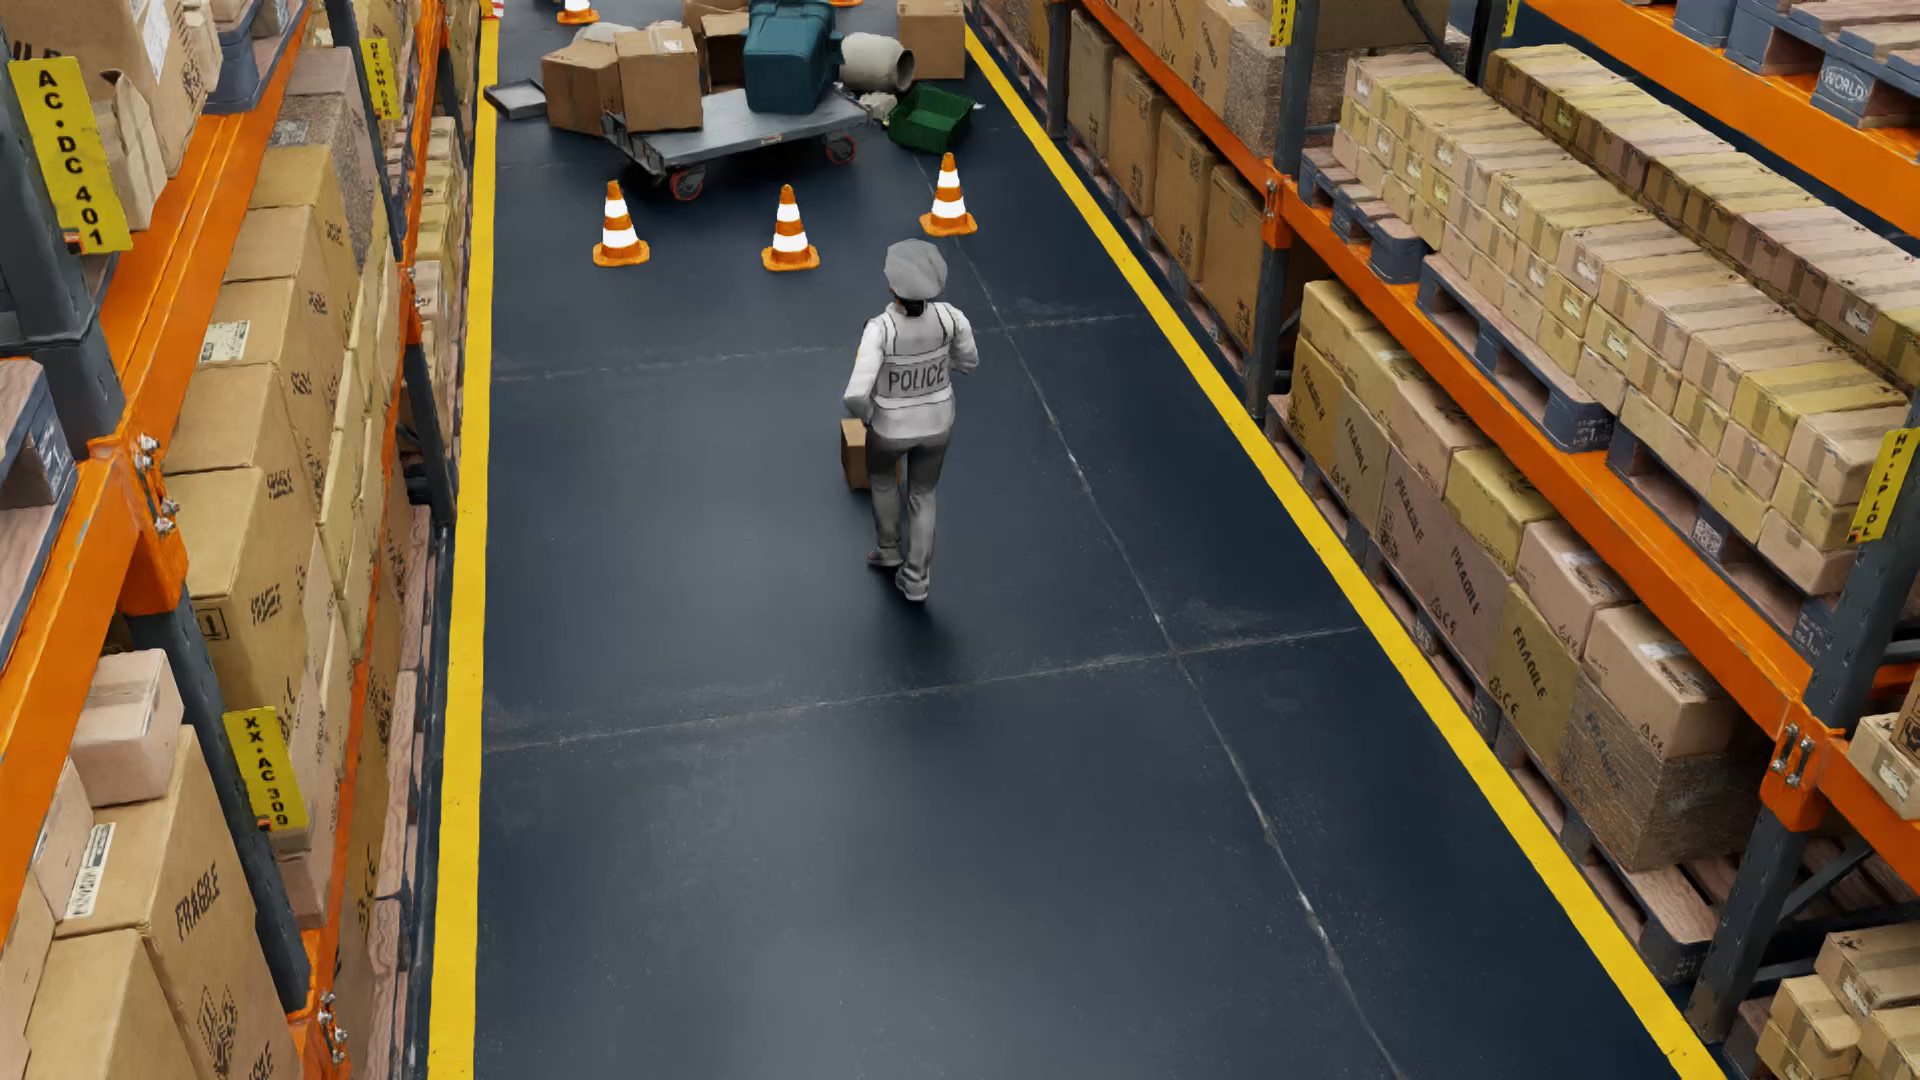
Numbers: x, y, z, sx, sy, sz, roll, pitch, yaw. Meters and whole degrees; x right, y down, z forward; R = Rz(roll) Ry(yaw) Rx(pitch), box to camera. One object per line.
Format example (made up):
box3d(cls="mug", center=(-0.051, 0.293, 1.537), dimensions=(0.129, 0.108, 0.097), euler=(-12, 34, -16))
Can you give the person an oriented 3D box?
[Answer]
box3d(cls="person", center=(-0.215, -0.478, 6.859), dimensions=(0.589, 1.715, 0.623), euler=(-7, 35, -10))
